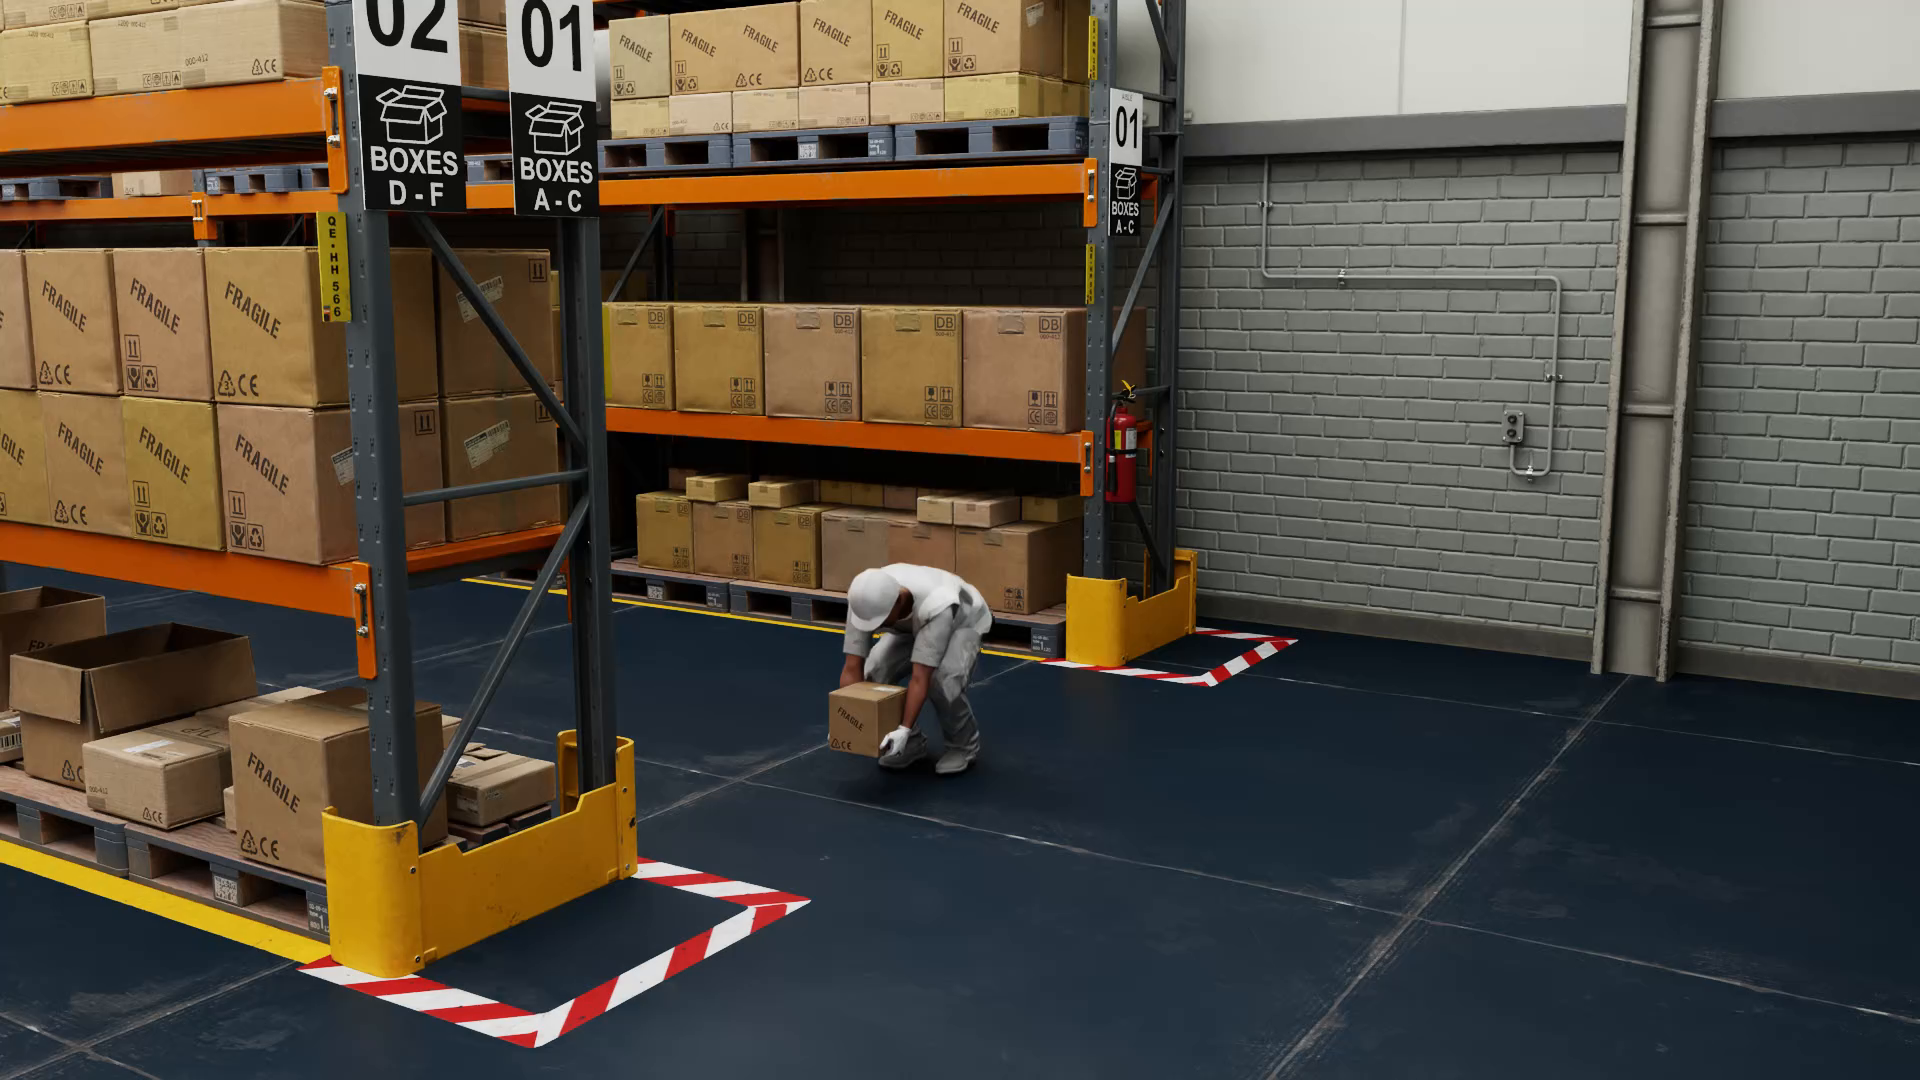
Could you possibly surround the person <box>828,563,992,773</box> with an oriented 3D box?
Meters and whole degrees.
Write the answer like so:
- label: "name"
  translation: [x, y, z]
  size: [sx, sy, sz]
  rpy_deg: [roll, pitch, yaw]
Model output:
- label: "person"
  translation: [-0.192, 0.557, 7.370]
  size: [0.542, 0.994, 0.954]
  rpy_deg: [5, 11, 29]
